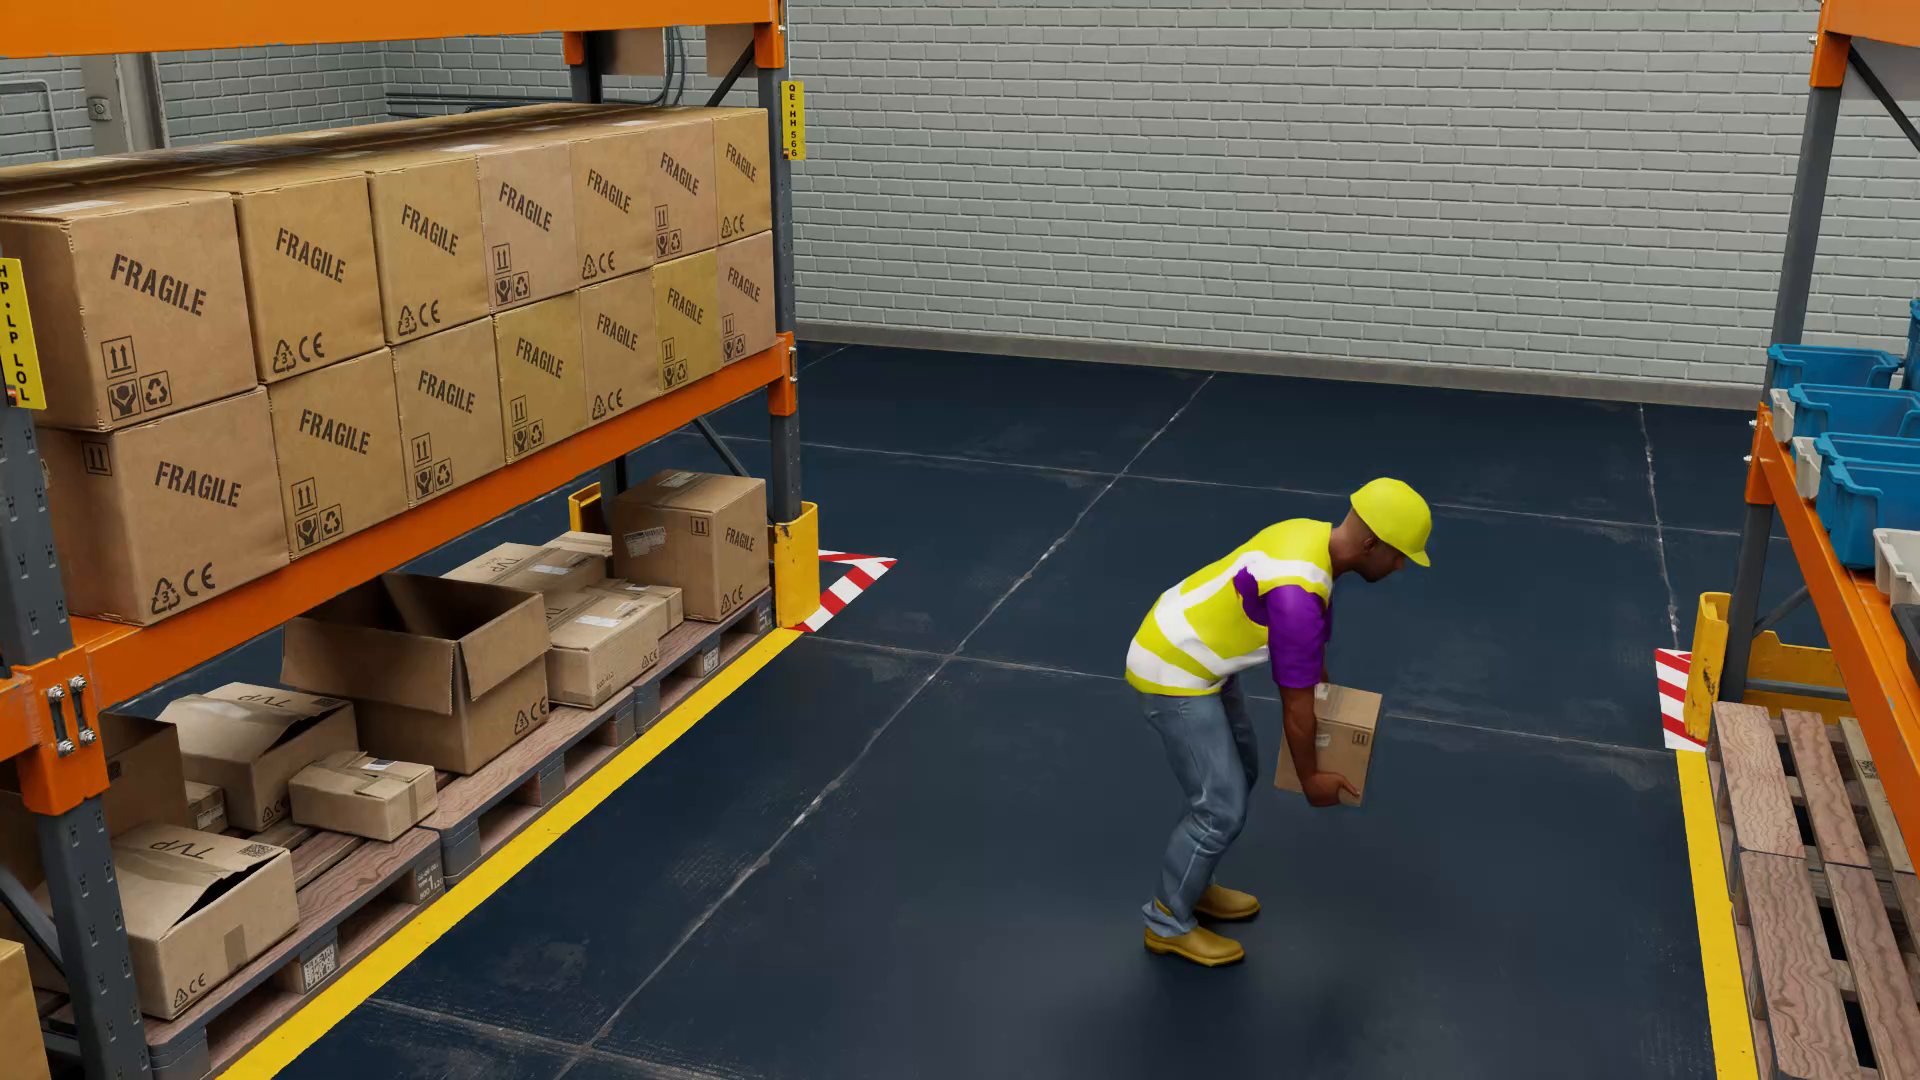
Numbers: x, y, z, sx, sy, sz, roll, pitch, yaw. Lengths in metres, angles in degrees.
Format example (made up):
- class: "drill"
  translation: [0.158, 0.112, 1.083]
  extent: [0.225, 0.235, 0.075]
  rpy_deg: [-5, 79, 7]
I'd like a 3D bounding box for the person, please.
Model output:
- class: "person"
  translation: [0.910, 0.514, 4.908]
  extent: [0.832, 1.497, 0.488]
  rpy_deg: [6, 19, 17]
